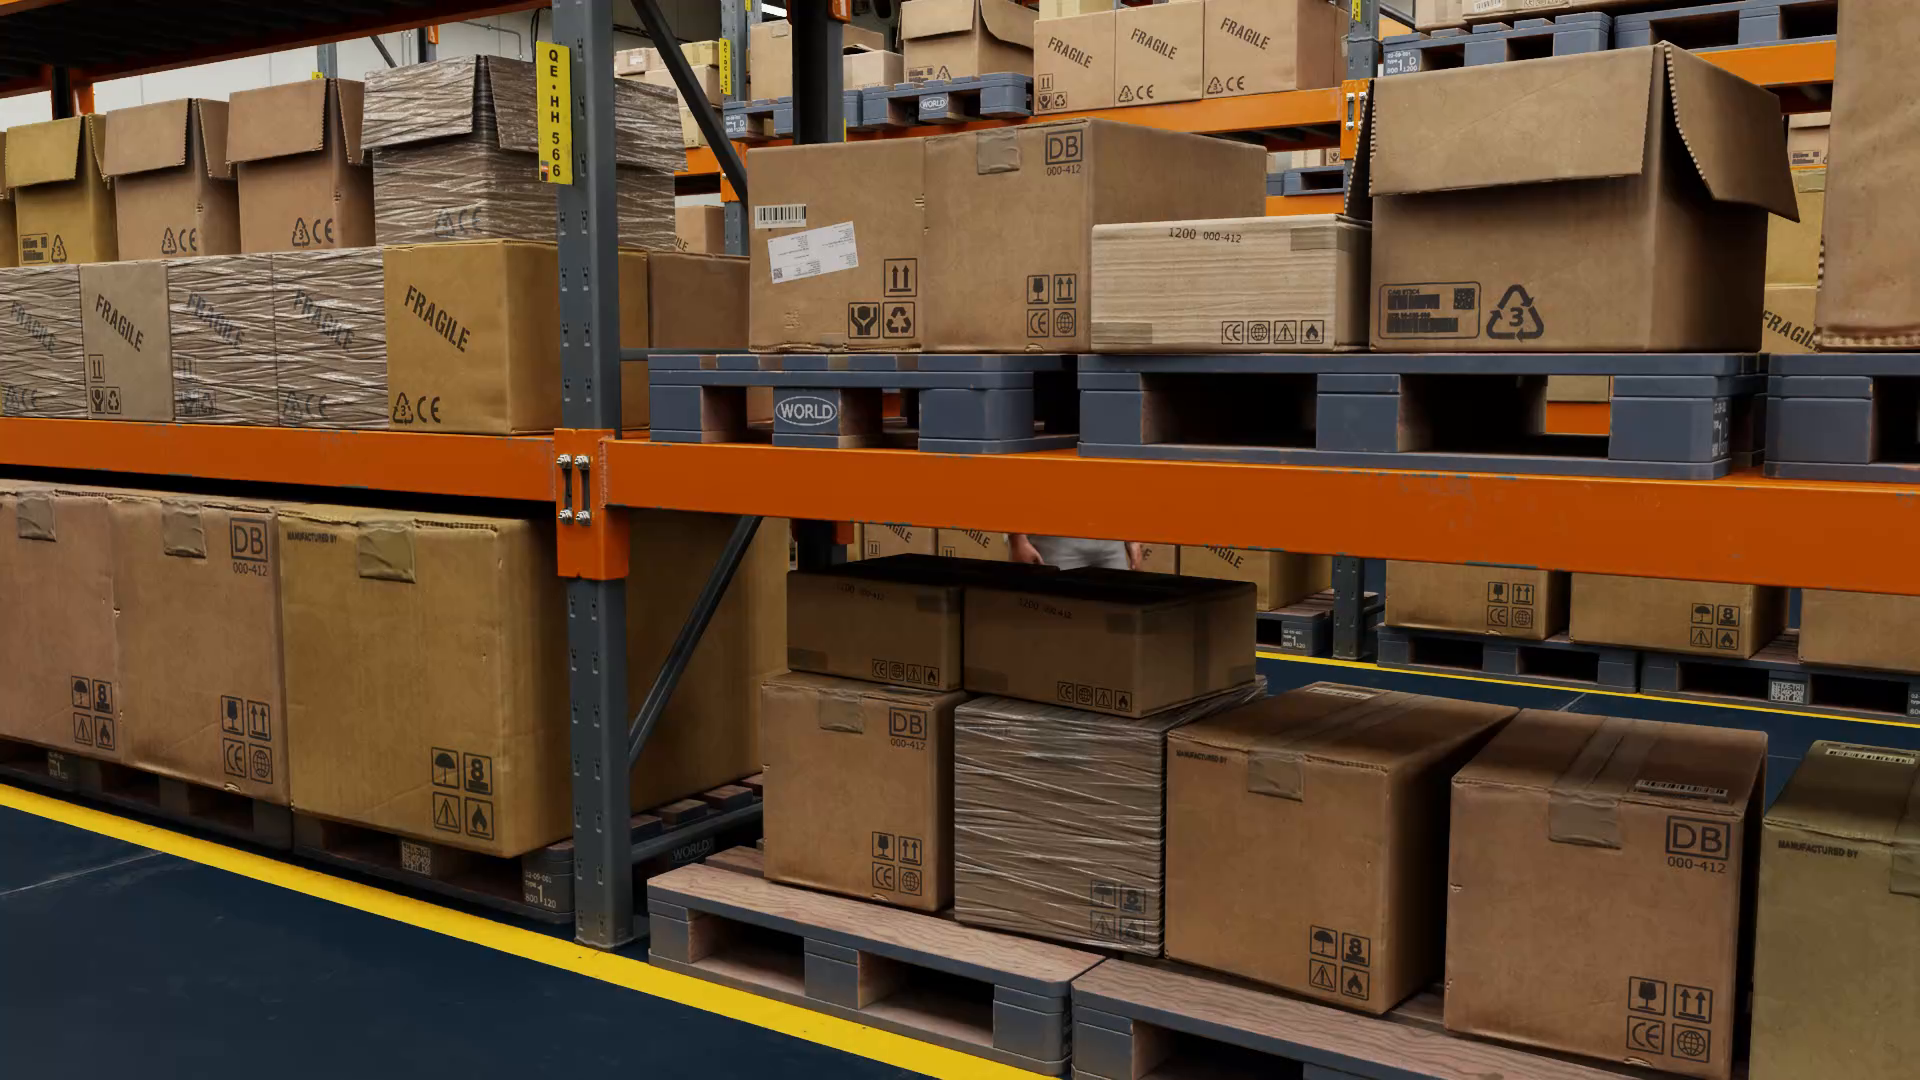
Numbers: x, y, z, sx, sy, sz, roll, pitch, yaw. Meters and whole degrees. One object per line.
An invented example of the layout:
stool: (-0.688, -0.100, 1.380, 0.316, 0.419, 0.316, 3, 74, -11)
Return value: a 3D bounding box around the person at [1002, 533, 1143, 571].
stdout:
person: (0.380, 0.006, 5.690, 0.585, 1.747, 0.439, -5, 8, -38)
